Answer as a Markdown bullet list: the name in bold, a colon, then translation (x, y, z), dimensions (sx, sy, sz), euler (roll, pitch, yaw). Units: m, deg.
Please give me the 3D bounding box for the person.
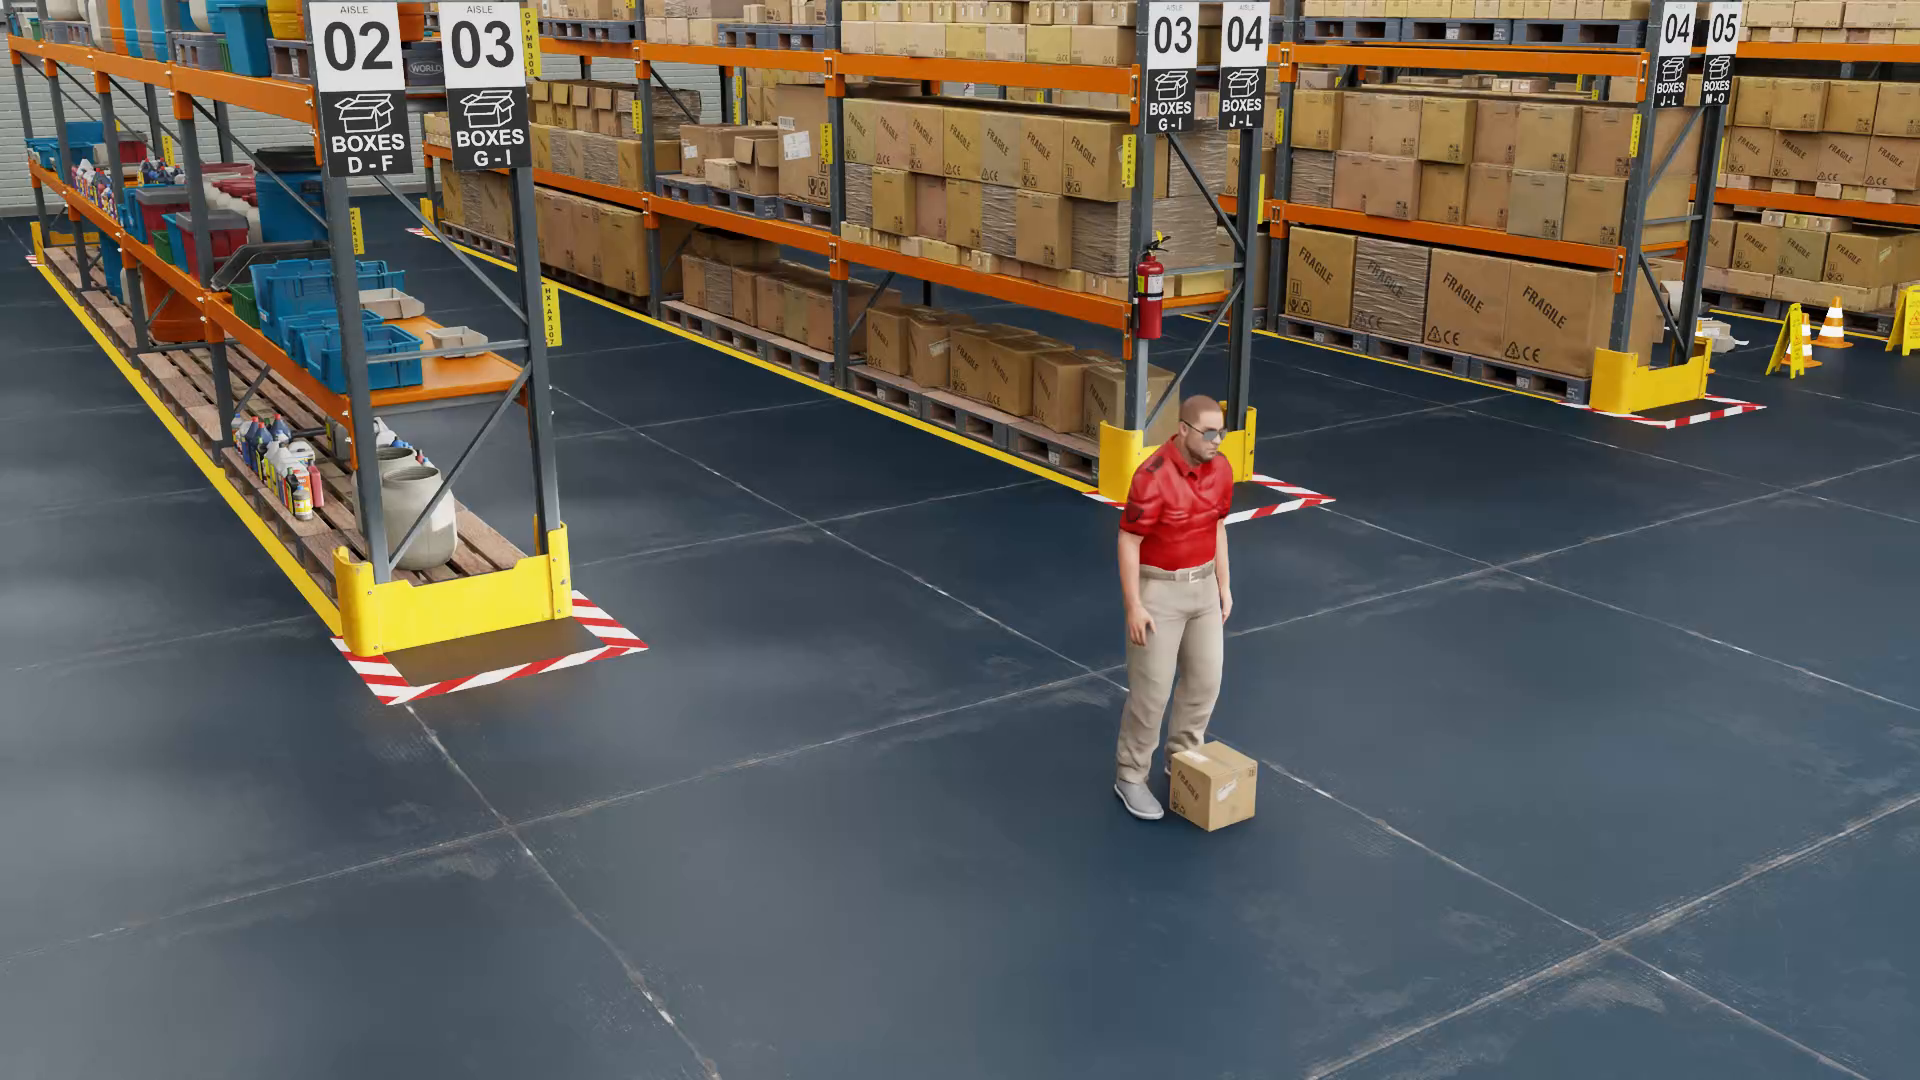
- **person**: translation (0.897, 0.245, 6.820), dimensions (0.585, 1.727, 0.390), euler (-12, 21, -32)
